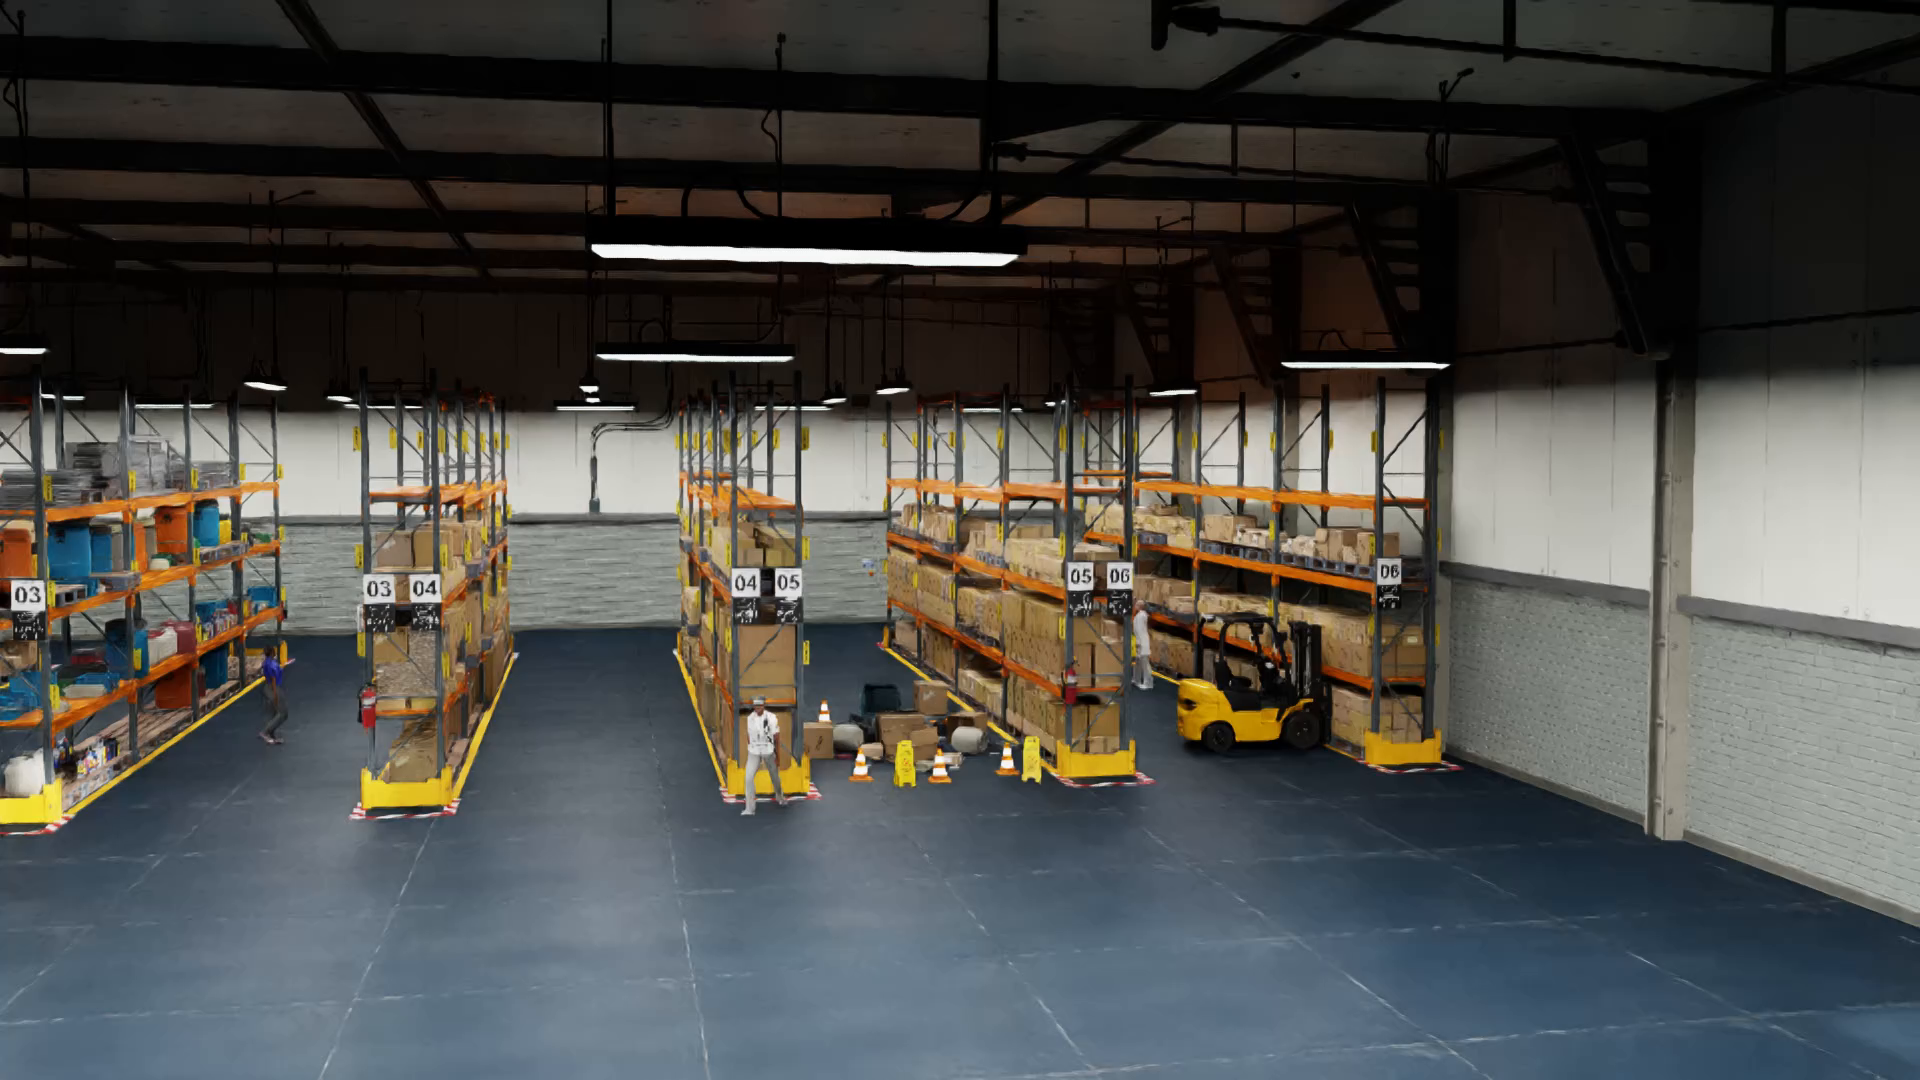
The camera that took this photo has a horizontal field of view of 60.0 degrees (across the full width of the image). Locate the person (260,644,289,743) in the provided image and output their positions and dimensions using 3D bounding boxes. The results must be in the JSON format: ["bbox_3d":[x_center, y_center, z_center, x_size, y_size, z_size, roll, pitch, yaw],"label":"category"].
[{"bbox_3d":[-11.357,2.560,27.411,0.423,1.621,0.508,-3,4,-40],"label":"person"}]

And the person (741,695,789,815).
[{"bbox_3d":[-2.636,2.855,22.453,0.505,1.610,0.939,1,3,9],"label":"person"}]

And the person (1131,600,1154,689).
[{"bbox_3d":[3.620,2.092,33.674,0.647,1.773,0.687,1,3,10],"label":"person"}]

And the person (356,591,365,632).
[{"bbox_3d":[-13.448,1.938,37.733,0.496,1.586,1.073,-1,3,-10],"label":"person"}]
